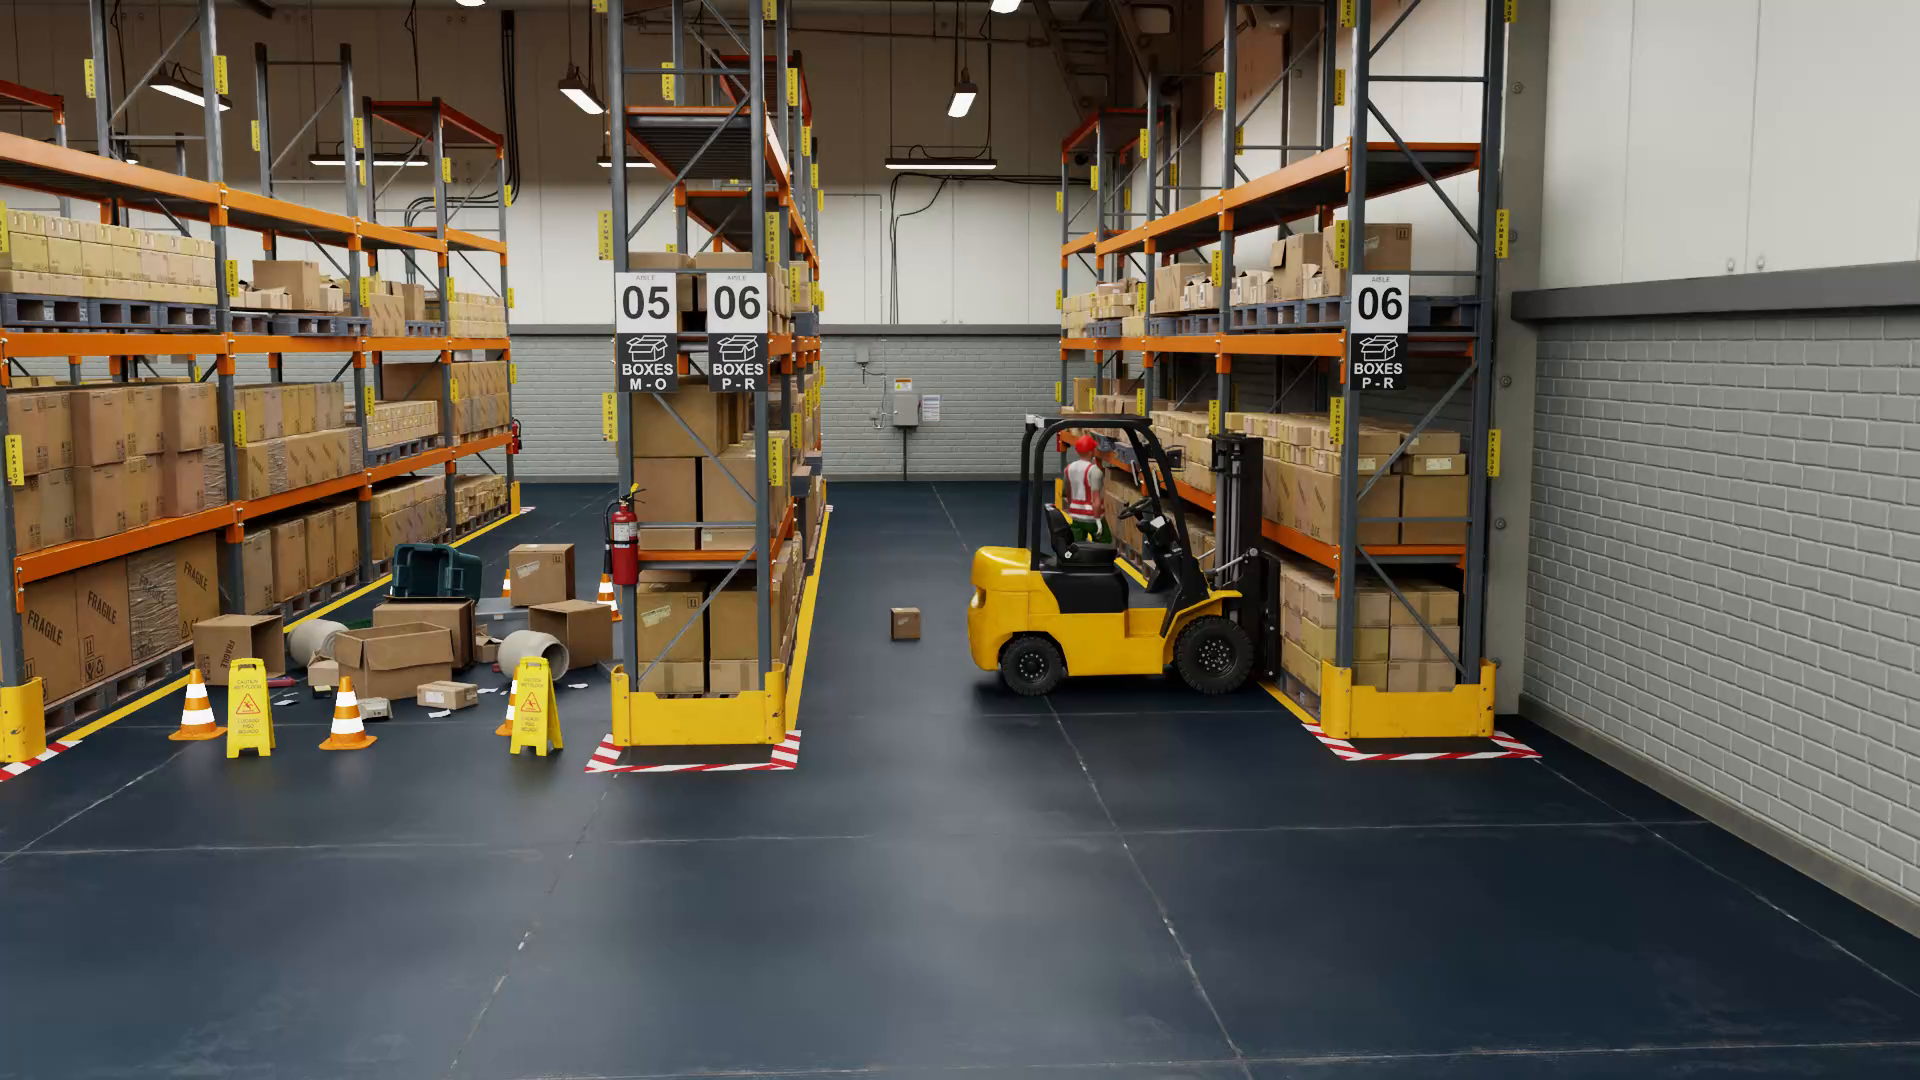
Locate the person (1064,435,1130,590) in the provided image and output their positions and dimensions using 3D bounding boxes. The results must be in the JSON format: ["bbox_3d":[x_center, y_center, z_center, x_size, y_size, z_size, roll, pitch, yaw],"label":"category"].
[{"bbox_3d":[1.409,-0.240,17.667,0.902,1.756,0.573,-7,9,-44],"label":"person"}]
